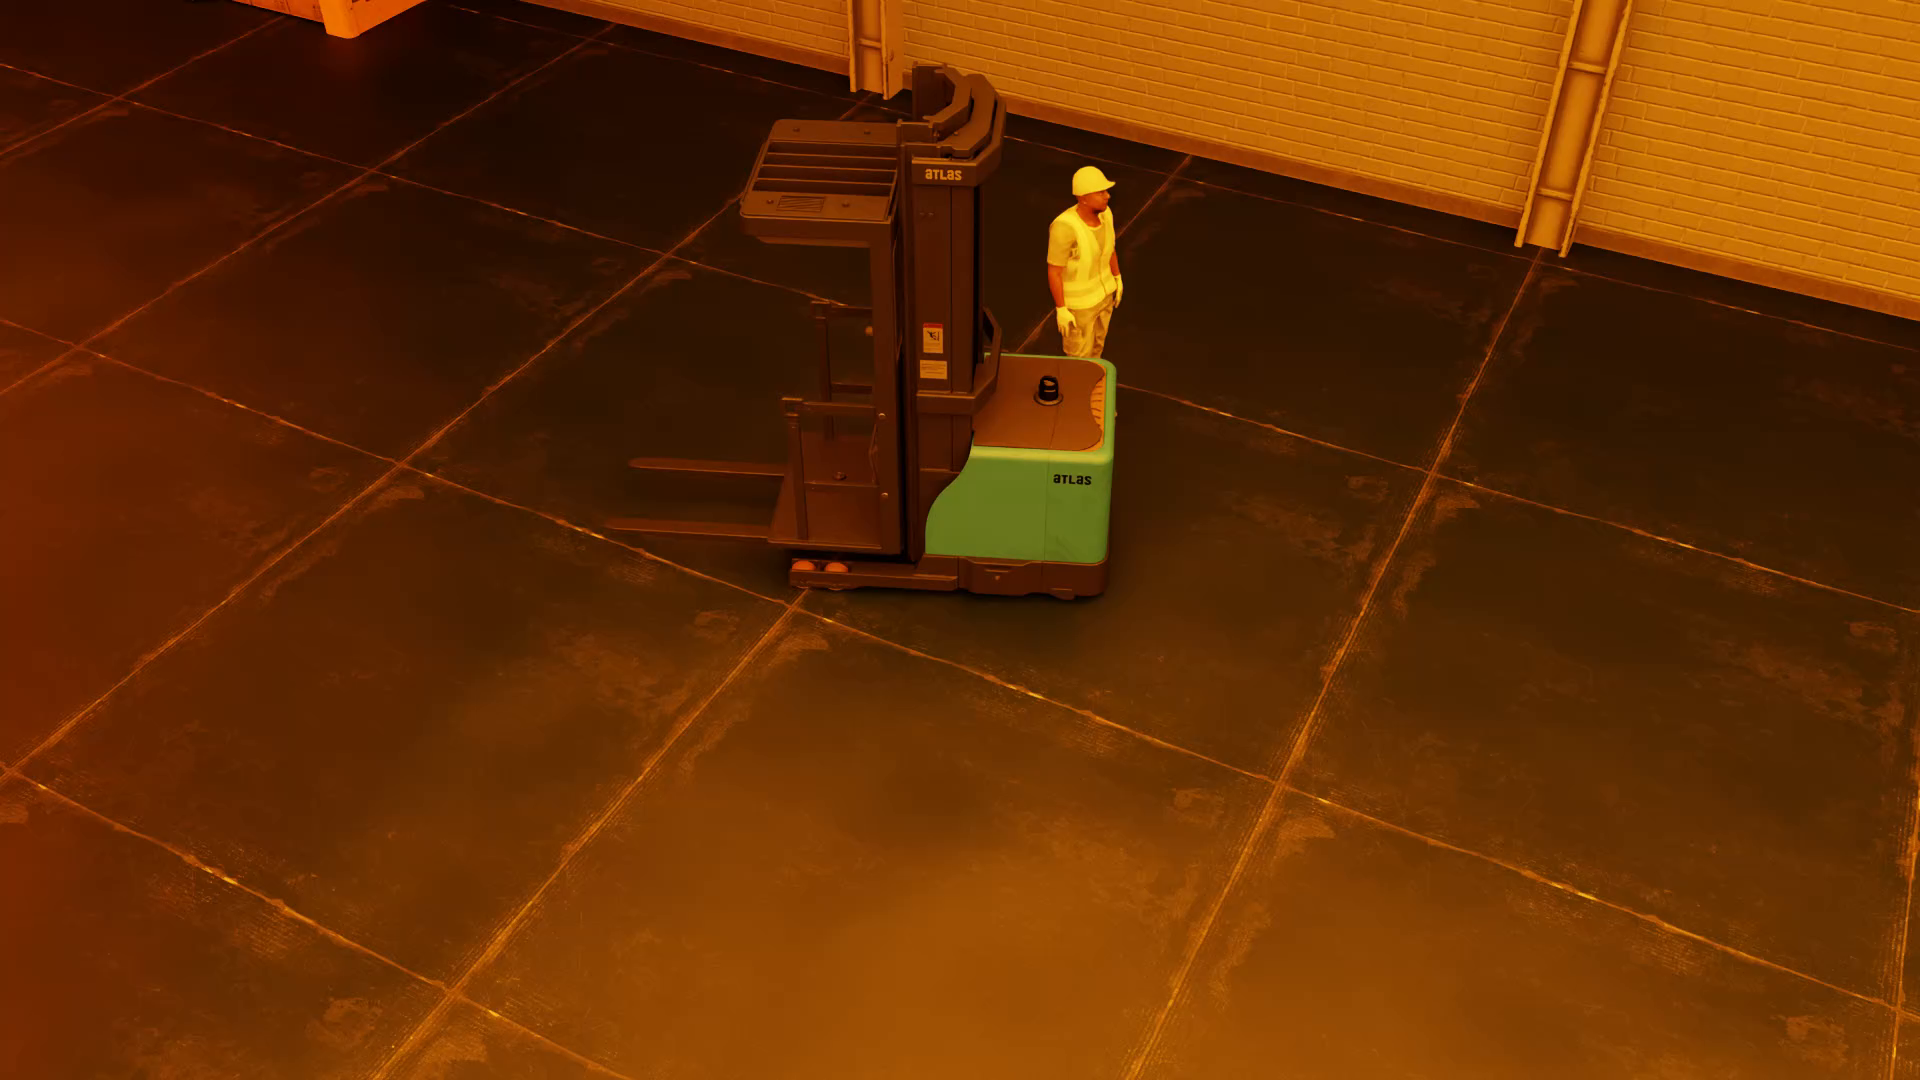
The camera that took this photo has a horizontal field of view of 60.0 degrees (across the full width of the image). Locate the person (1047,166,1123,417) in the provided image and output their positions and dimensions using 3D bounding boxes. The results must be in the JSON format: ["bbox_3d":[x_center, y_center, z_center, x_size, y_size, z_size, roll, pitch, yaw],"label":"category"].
[{"bbox_3d":[0.870,-1.528,10.684,0.564,1.786,0.659,27,47,28],"label":"person"}]

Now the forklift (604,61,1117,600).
[{"bbox_3d":[-0.606,-1.157,9.360,3.031,2.935,1.130,3,40,4],"label":"forklift"}]
